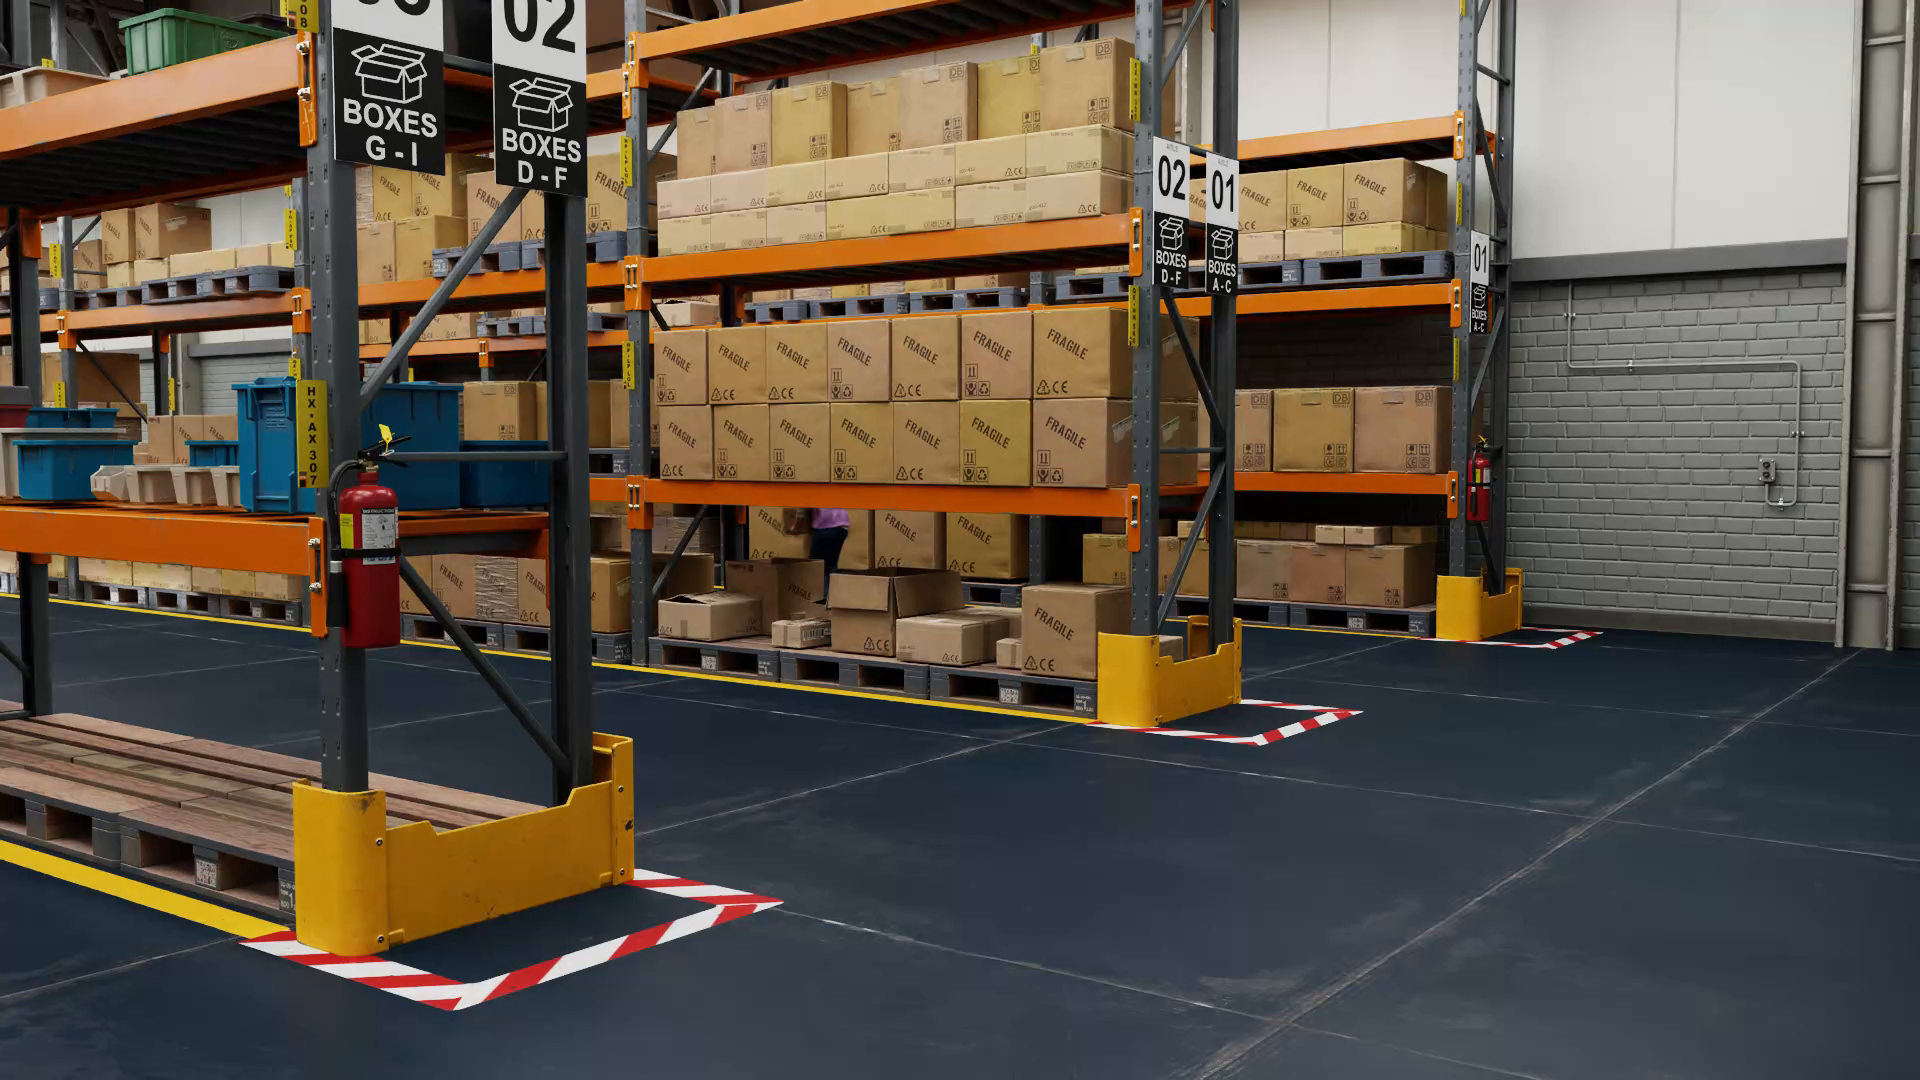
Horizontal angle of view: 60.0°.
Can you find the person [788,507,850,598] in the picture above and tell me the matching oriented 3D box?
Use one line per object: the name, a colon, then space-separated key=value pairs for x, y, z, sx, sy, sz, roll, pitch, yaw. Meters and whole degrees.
person: x=-1.216 y=-0.076 z=14.503 sx=0.525 sy=1.565 sz=0.372 roll=2 pitch=4 yaw=35
